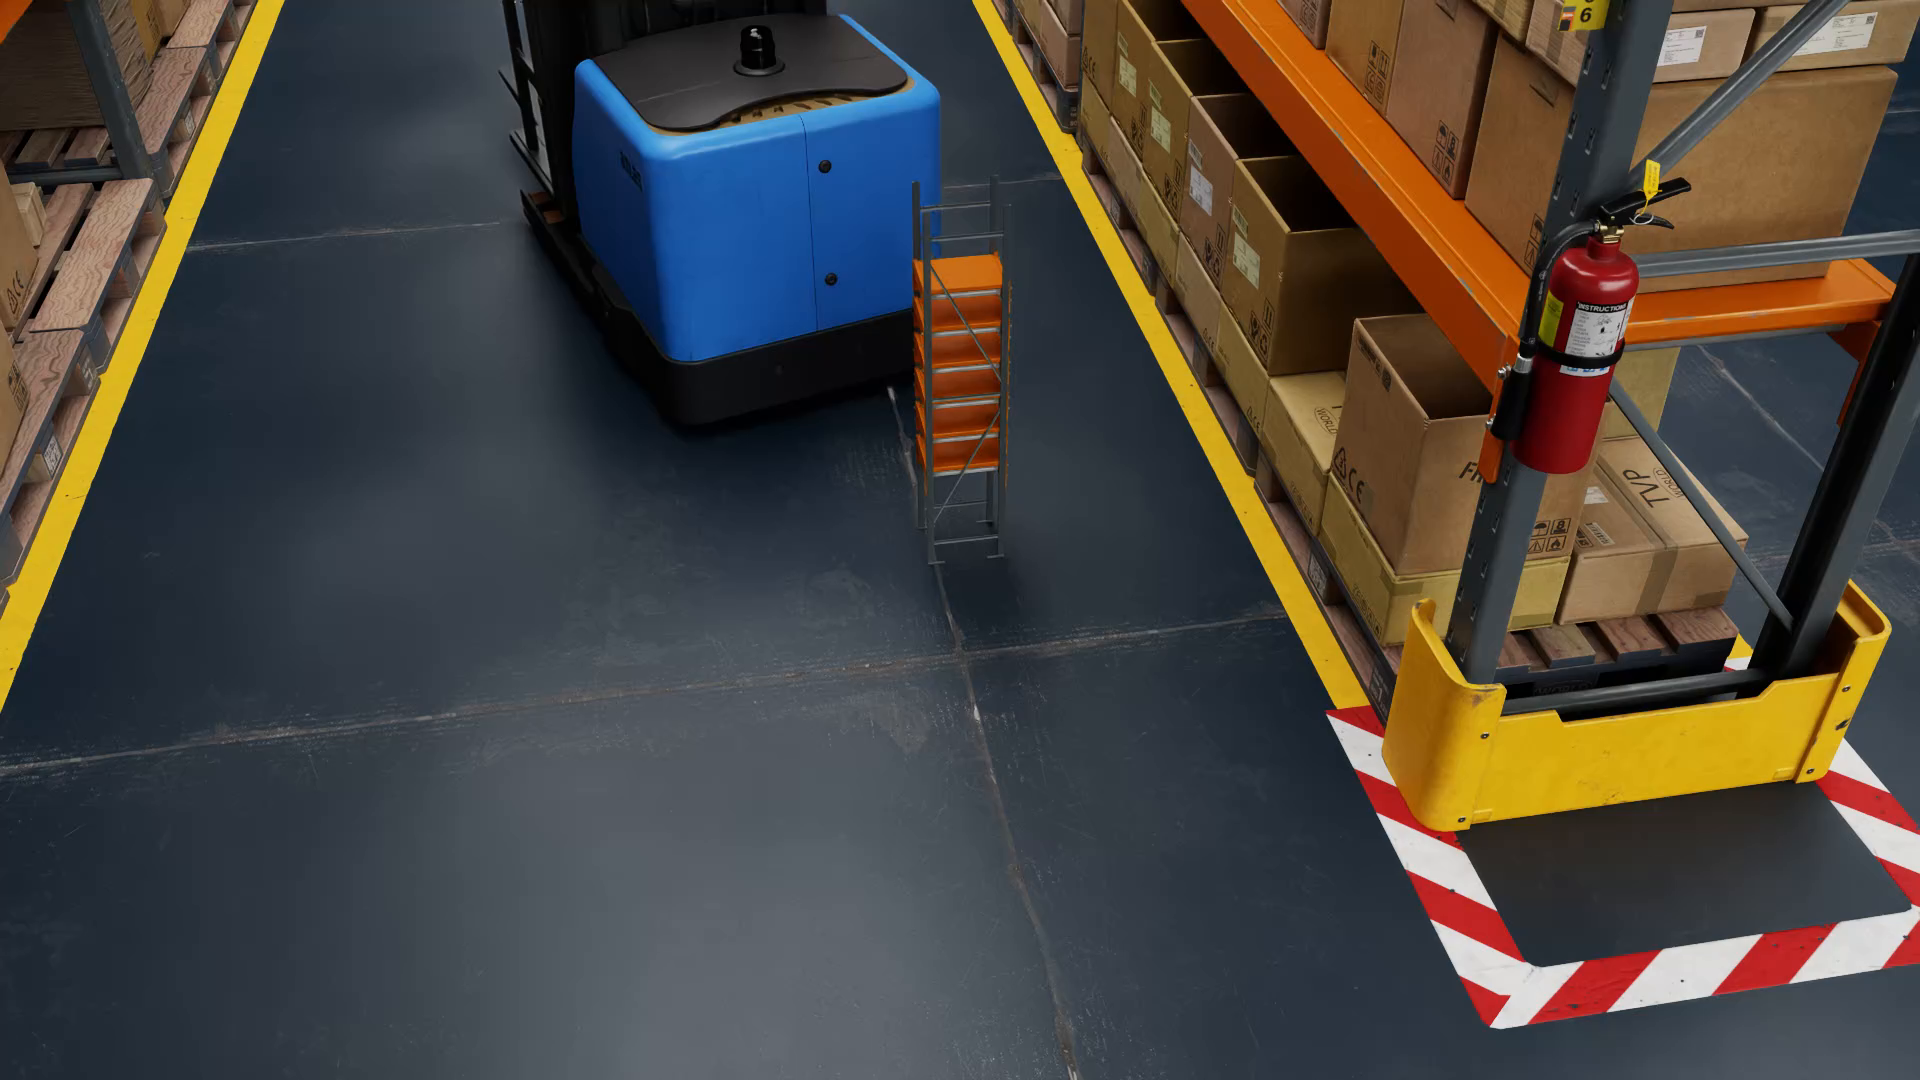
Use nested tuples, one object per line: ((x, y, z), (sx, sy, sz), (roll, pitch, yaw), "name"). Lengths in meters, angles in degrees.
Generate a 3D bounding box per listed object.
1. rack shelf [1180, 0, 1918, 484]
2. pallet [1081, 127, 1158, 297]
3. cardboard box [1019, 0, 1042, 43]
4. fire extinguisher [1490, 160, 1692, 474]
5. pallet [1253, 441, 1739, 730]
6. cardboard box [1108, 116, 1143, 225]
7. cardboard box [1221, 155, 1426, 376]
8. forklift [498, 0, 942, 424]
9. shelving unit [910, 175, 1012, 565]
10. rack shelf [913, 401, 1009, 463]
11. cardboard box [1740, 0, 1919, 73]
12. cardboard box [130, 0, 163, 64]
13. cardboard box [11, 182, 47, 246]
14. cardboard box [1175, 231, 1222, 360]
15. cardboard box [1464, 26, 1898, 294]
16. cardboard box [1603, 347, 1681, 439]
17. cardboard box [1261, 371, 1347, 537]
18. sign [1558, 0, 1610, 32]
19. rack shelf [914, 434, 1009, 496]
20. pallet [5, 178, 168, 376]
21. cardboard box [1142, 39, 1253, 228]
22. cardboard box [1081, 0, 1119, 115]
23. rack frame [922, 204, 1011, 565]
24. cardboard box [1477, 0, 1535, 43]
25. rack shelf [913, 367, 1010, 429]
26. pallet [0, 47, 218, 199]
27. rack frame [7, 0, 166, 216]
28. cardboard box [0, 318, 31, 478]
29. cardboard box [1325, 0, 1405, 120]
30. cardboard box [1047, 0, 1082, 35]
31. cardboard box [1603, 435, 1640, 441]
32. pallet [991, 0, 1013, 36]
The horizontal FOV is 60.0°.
((1.381, -1.532, 5.363), (1.077, 0.370, 4.000), (-6, 38, -8), "rack shelf")
((1.129, -1.438, 6.929), (1.003, 0.211, 1.213), (-6, 38, -8), "pallet")
((0.586, -2.629, 8.088), (0.500, 0.250, 0.500), (-7, 38, -9), "cardboard box")
((1.295, -0.456, 3.455), (0.296, 0.674, 0.183), (-6, 38, -8), "fire extinguisher")
((1.557, 0.036, 5.032), (1.003, 0.211, 1.213), (-6, 38, -8), "pallet")
((0.896, -1.489, 6.620), (0.500, 0.250, 0.500), (-6, 38, -8), "cardboard box")
((1.155, -0.878, 5.223), (0.500, 0.500, 0.500), (-6, 38, -8), "cardboard box")
((-1.158, -2.444, 6.006), (1.130, 2.935, 3.031), (-17, 41, -21), "forklift")
((0.003, -0.465, 4.871), (0.258, 1.200, 0.189), (-6, 38, -8), "shelving unit")
((0.003, -0.335, 4.972), (0.258, 0.103, 0.180), (-6, 38, -8), "rack shelf")
((1.875, -1.164, 3.693), (0.380, 0.149, 0.250), (-6, 38, -8), "cardboard box")
((-4.131, -2.425, 7.605), (0.700, 0.500, 0.500), (-7, 38, -9), "cardboard box")
((-3.722, -1.224, 6.331), (0.380, 0.166, 0.250), (-11, 39, -14), "cardboard box")
((1.072, -0.885, 5.843), (0.500, 0.250, 0.500), (-6, 38, -8), "cardboard box")
((1.663, -0.931, 3.922), (0.700, 0.500, 0.500), (-6, 38, -8), "cardboard box")
((1.767, -0.634, 4.908), (0.500, 0.500, 0.500), (-6, 38, -8), "cardboard box")
((1.248, -0.281, 5.065), (0.500, 0.250, 0.500), (-6, 38, -8), "cardboard box")
((1.195, -1.109, 3.095), (0.100, 0.325, 0.005), (-6, 38, -8), "sign")
((0.003, -0.240, 5.045), (0.258, 0.103, 0.180), (-6, 38, -8), "rack shelf")
((-3.693, -0.986, 6.347), (1.003, 0.211, 1.213), (-6, 38, -8), "pallet")
((0.979, -1.482, 6.001), (0.500, 0.500, 0.500), (-6, 38, -8), "cardboard box")
((0.804, -2.086, 6.778), (0.500, 0.500, 0.500), (-6, 38, -8), "cardboard box")
((0.019, -0.410, 4.800), (0.240, 1.200, 0.006), (-6, 38, -8), "rack frame")
((1.430, -1.272, 3.832), (0.380, 0.149, 0.250), (-5, 38, -7), "cardboard box")
((0.003, -0.430, 4.898), (0.258, 0.103, 0.180), (-6, 38, -8), "rack shelf")
((-3.983, -1.858, 7.469), (1.003, 0.211, 1.213), (-6, 38, -8), "pallet")
((-3.846, -2.489, 6.009), (1.000, 3.000, 0.127), (-6, 38, -8), "rack frame")
((-3.356, -0.480, 5.102), (0.700, 0.500, 0.500), (-9, 39, -11), "cardboard box")
((1.485, -1.548, 4.716), (0.700, 0.500, 0.500), (-6, 38, -8), "cardboard box")
((0.678, -2.539, 7.515), (0.500, 0.311, 0.500), (-6, 38, -8), "cardboard box")
((1.766, -0.337, 5.138), (0.500, 0.250, 0.500), (-6, 38, -8), "cardboard box")
((0.646, -3.102, 9.071), (1.003, 0.211, 1.213), (-6, 38, -8), "pallet")
